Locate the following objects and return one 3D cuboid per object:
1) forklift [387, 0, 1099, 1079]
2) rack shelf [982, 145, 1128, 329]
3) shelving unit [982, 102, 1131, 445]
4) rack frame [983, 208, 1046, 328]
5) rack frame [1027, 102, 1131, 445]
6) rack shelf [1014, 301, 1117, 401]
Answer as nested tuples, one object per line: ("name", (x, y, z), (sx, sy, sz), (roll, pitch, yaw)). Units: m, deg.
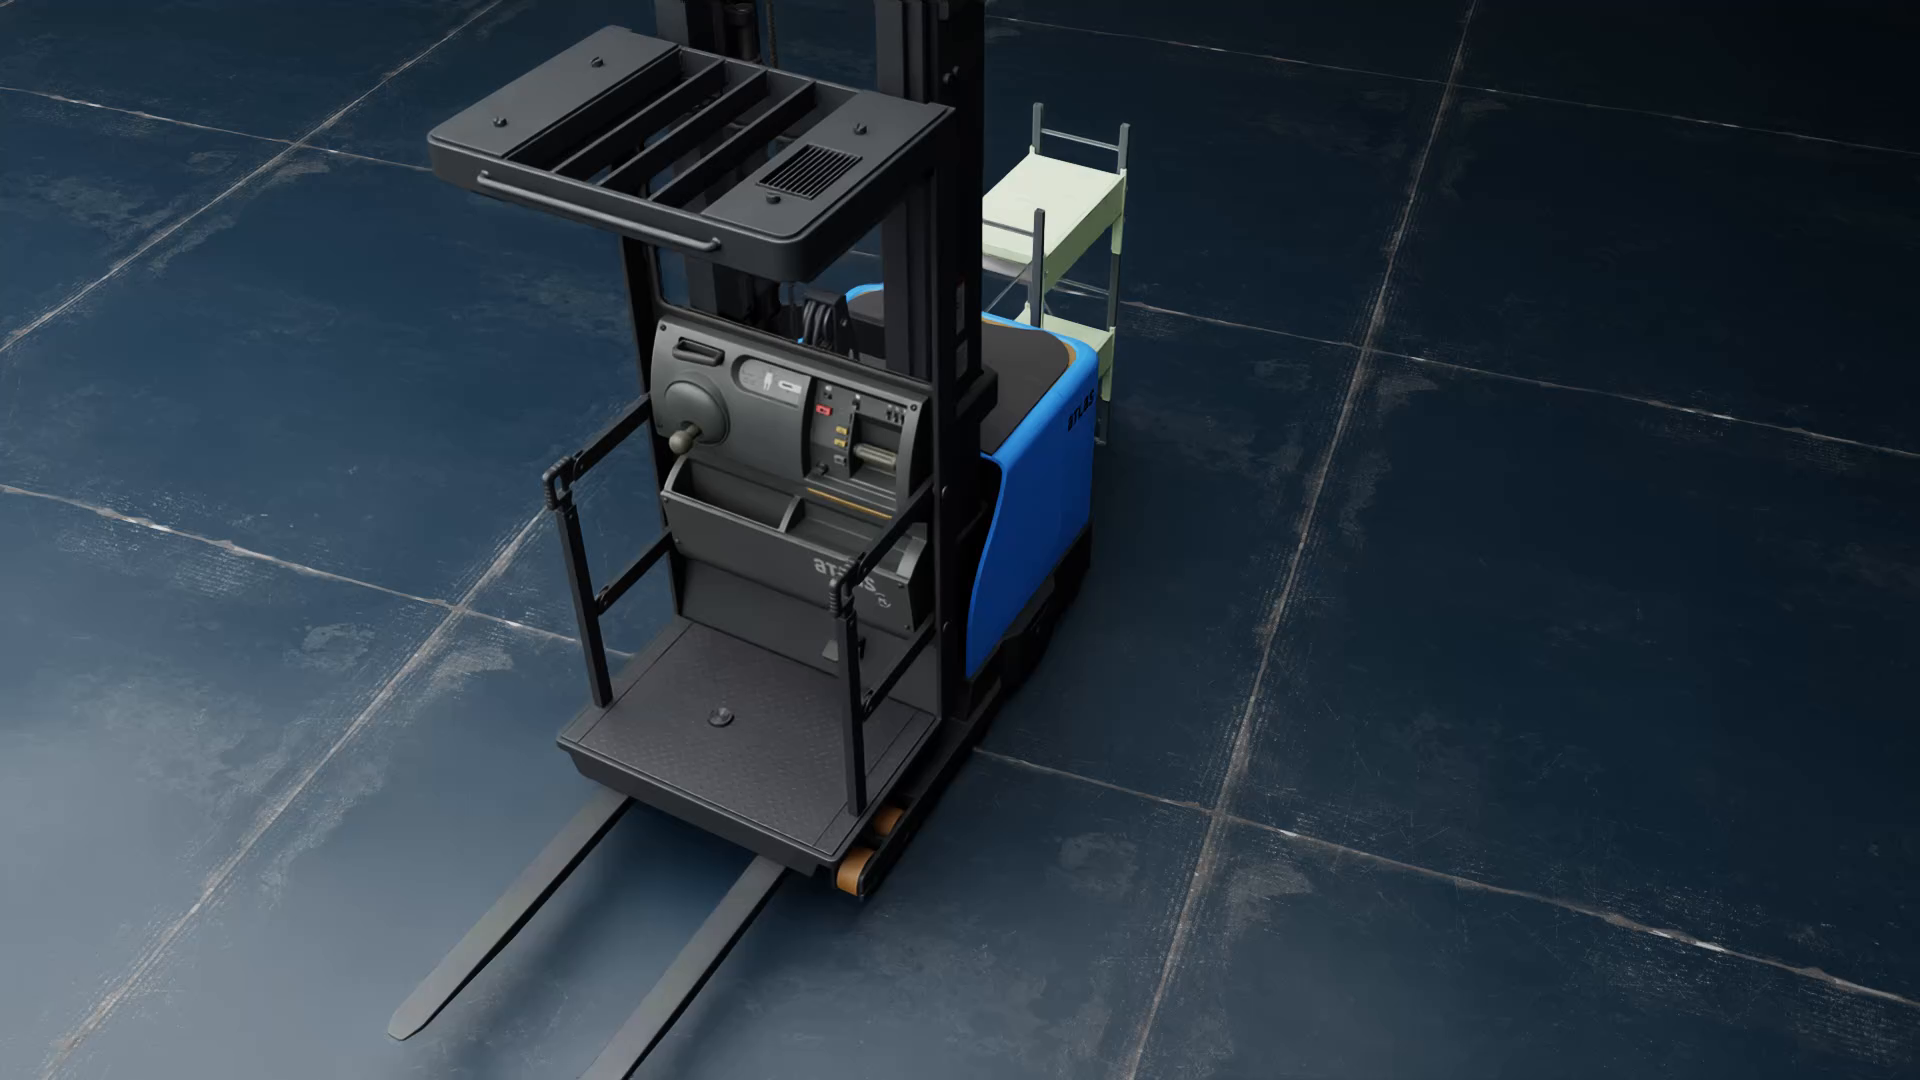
("forklift", (-0.631, -0.300, 4.843), (1.130, 2.935, 3.031), (19, 44, 21))
("rack shelf", (0.290, -1.140, 6.329), (0.431, 0.370, 0.720), (19, 44, 21))
("shelving unit", (0.290, -0.843, 6.582), (0.431, 1.500, 0.755), (19, 44, 21))
("rack frame", (0.117, -0.634, 6.337), (0.400, 1.500, 0.023), (19, 44, 21))
("rack frame", (0.463, -1.052, 6.828), (0.400, 1.500, 0.023), (19, 44, 21))
("rack shelf", (0.290, -0.595, 6.794), (0.431, 0.370, 0.720), (19, 44, 21))
